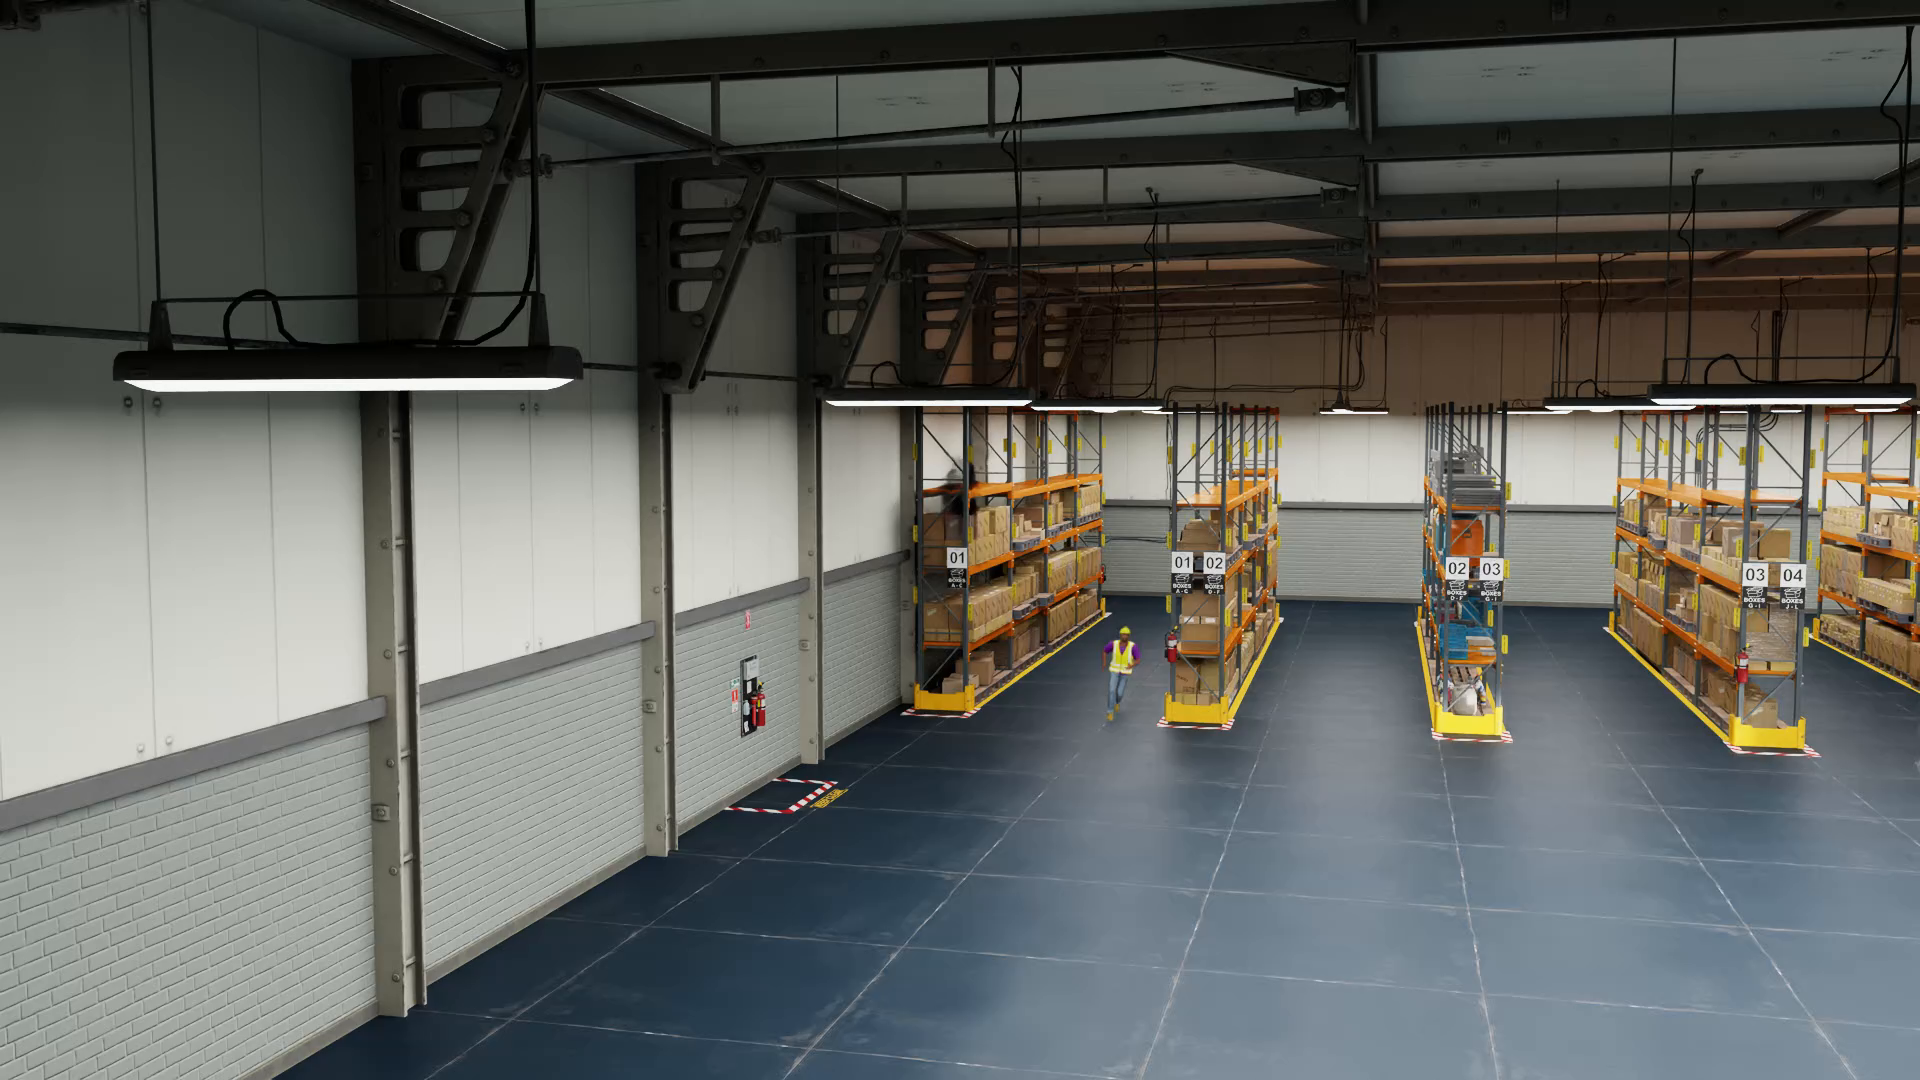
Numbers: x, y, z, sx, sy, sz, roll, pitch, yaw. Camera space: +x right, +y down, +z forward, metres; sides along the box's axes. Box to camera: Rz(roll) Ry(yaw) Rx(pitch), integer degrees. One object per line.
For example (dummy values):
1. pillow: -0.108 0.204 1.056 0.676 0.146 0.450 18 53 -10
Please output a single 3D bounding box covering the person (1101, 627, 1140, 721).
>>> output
1. person: 3.064 2.527 31.686 0.738 1.749 0.871 0 4 6
